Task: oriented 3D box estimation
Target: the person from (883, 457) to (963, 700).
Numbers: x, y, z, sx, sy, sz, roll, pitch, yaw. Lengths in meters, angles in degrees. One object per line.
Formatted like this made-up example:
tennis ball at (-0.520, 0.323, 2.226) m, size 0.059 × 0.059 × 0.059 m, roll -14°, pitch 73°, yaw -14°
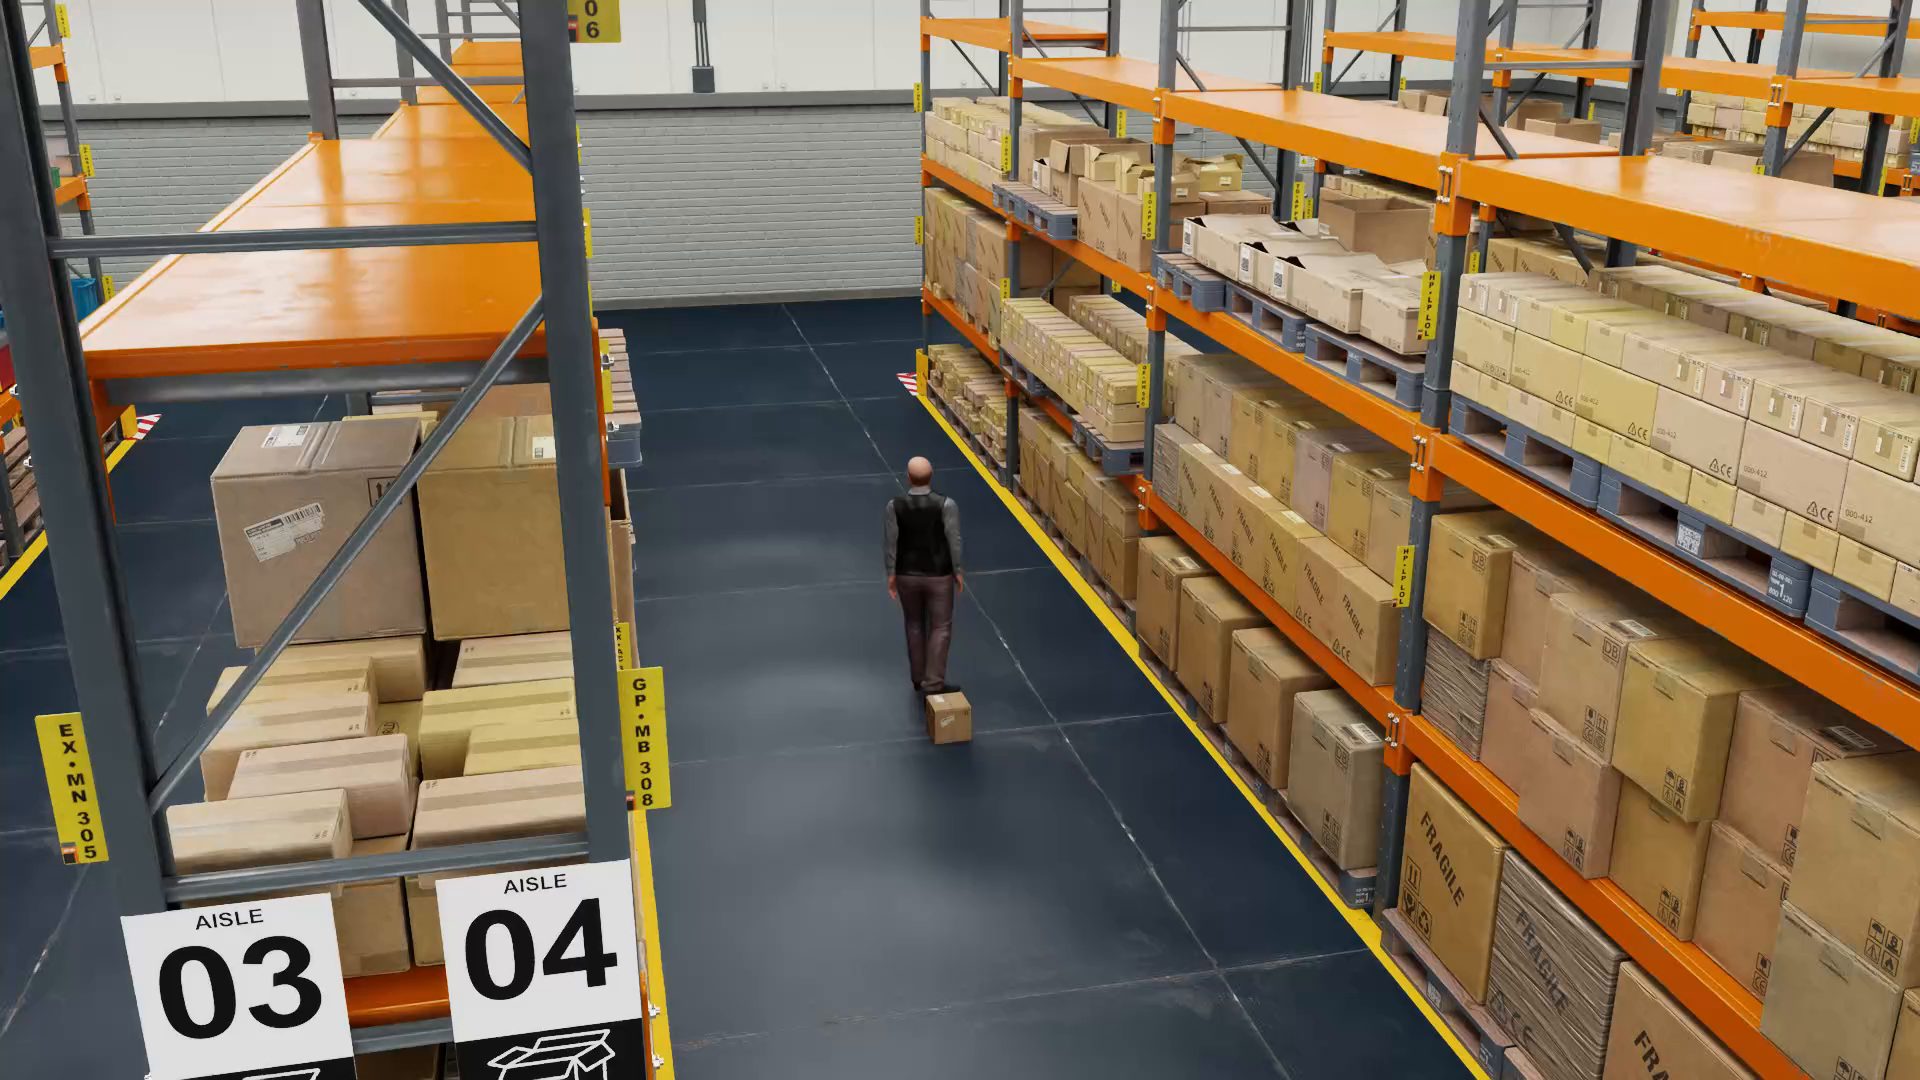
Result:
person at (-0.258, 0.277, 11.641) m, size 0.577 × 1.708 × 0.556 m, roll 3°, pitch 20°, yaw 10°
